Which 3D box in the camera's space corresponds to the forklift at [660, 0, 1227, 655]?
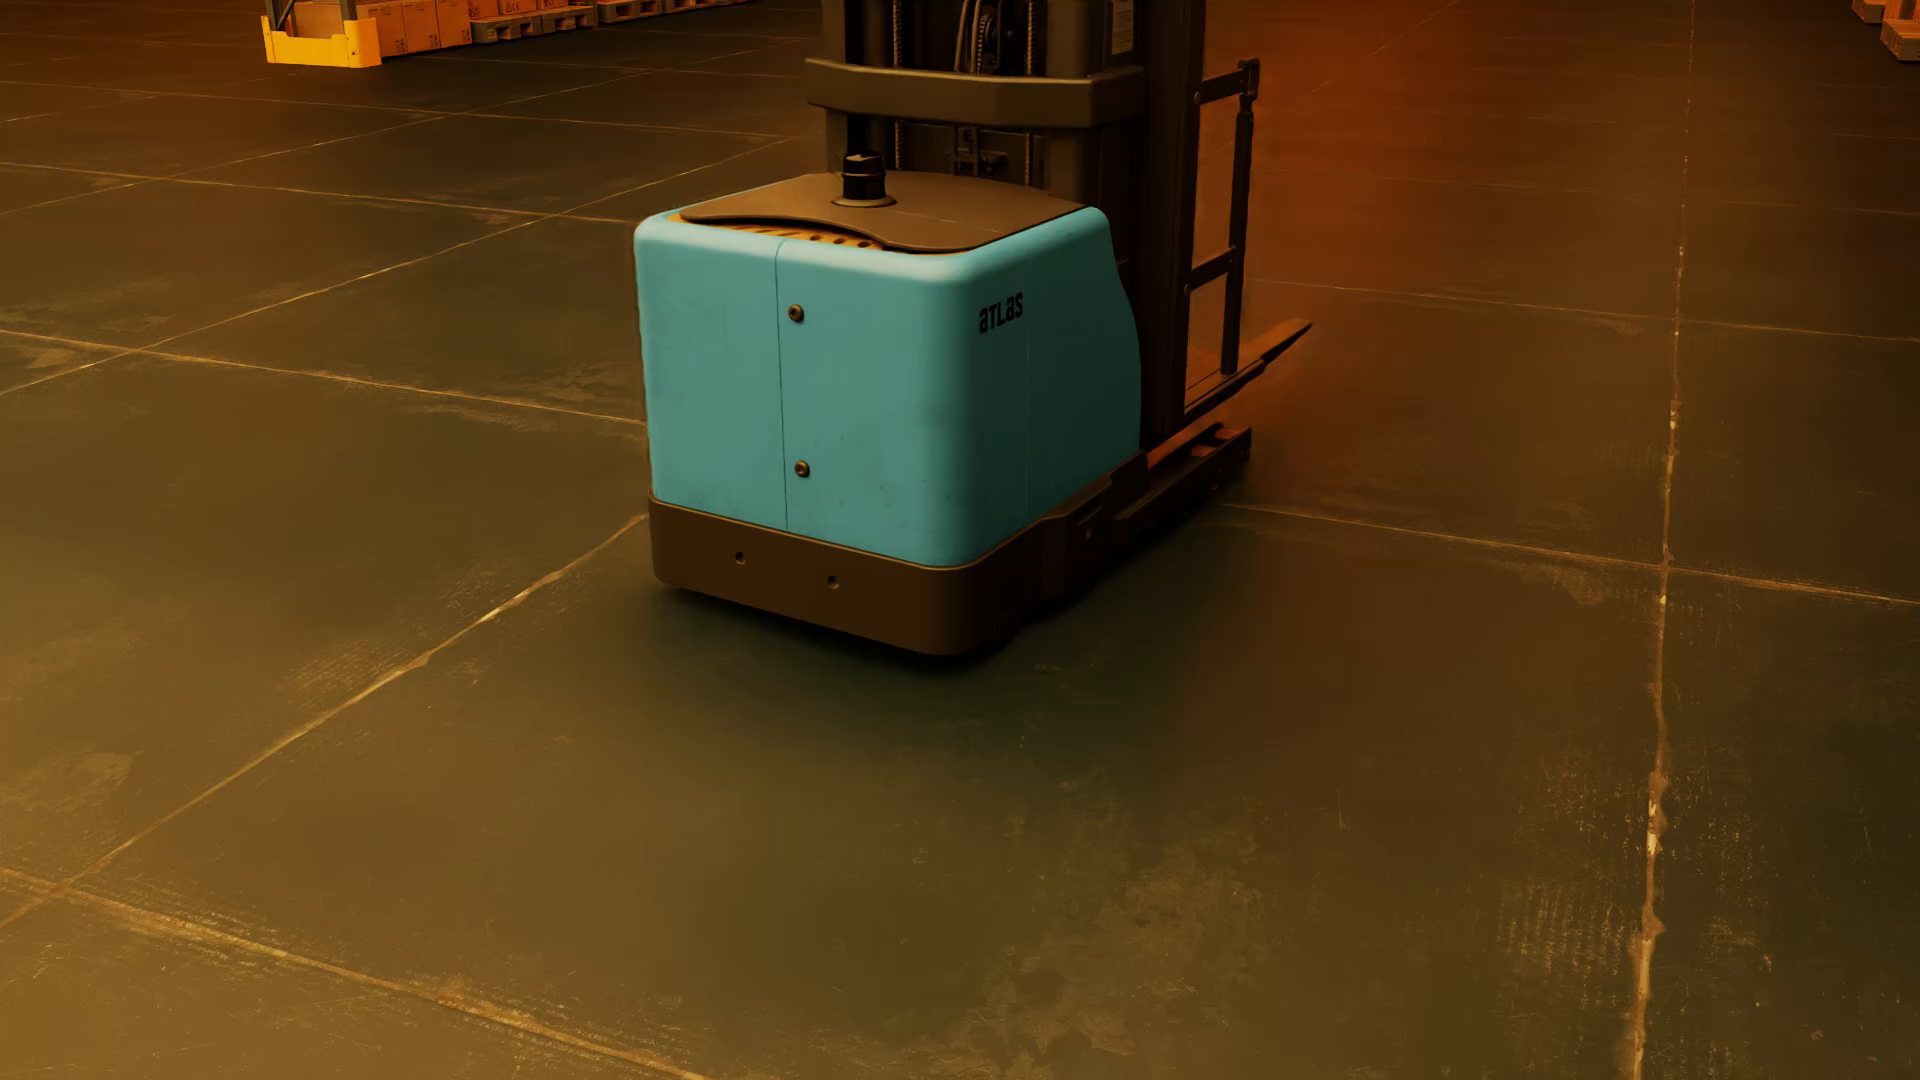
[{"bbox_3d":[0.227,-1.600,5.120,1.130,2.935,3.031,8,24,19],"label":"forklift"}]
